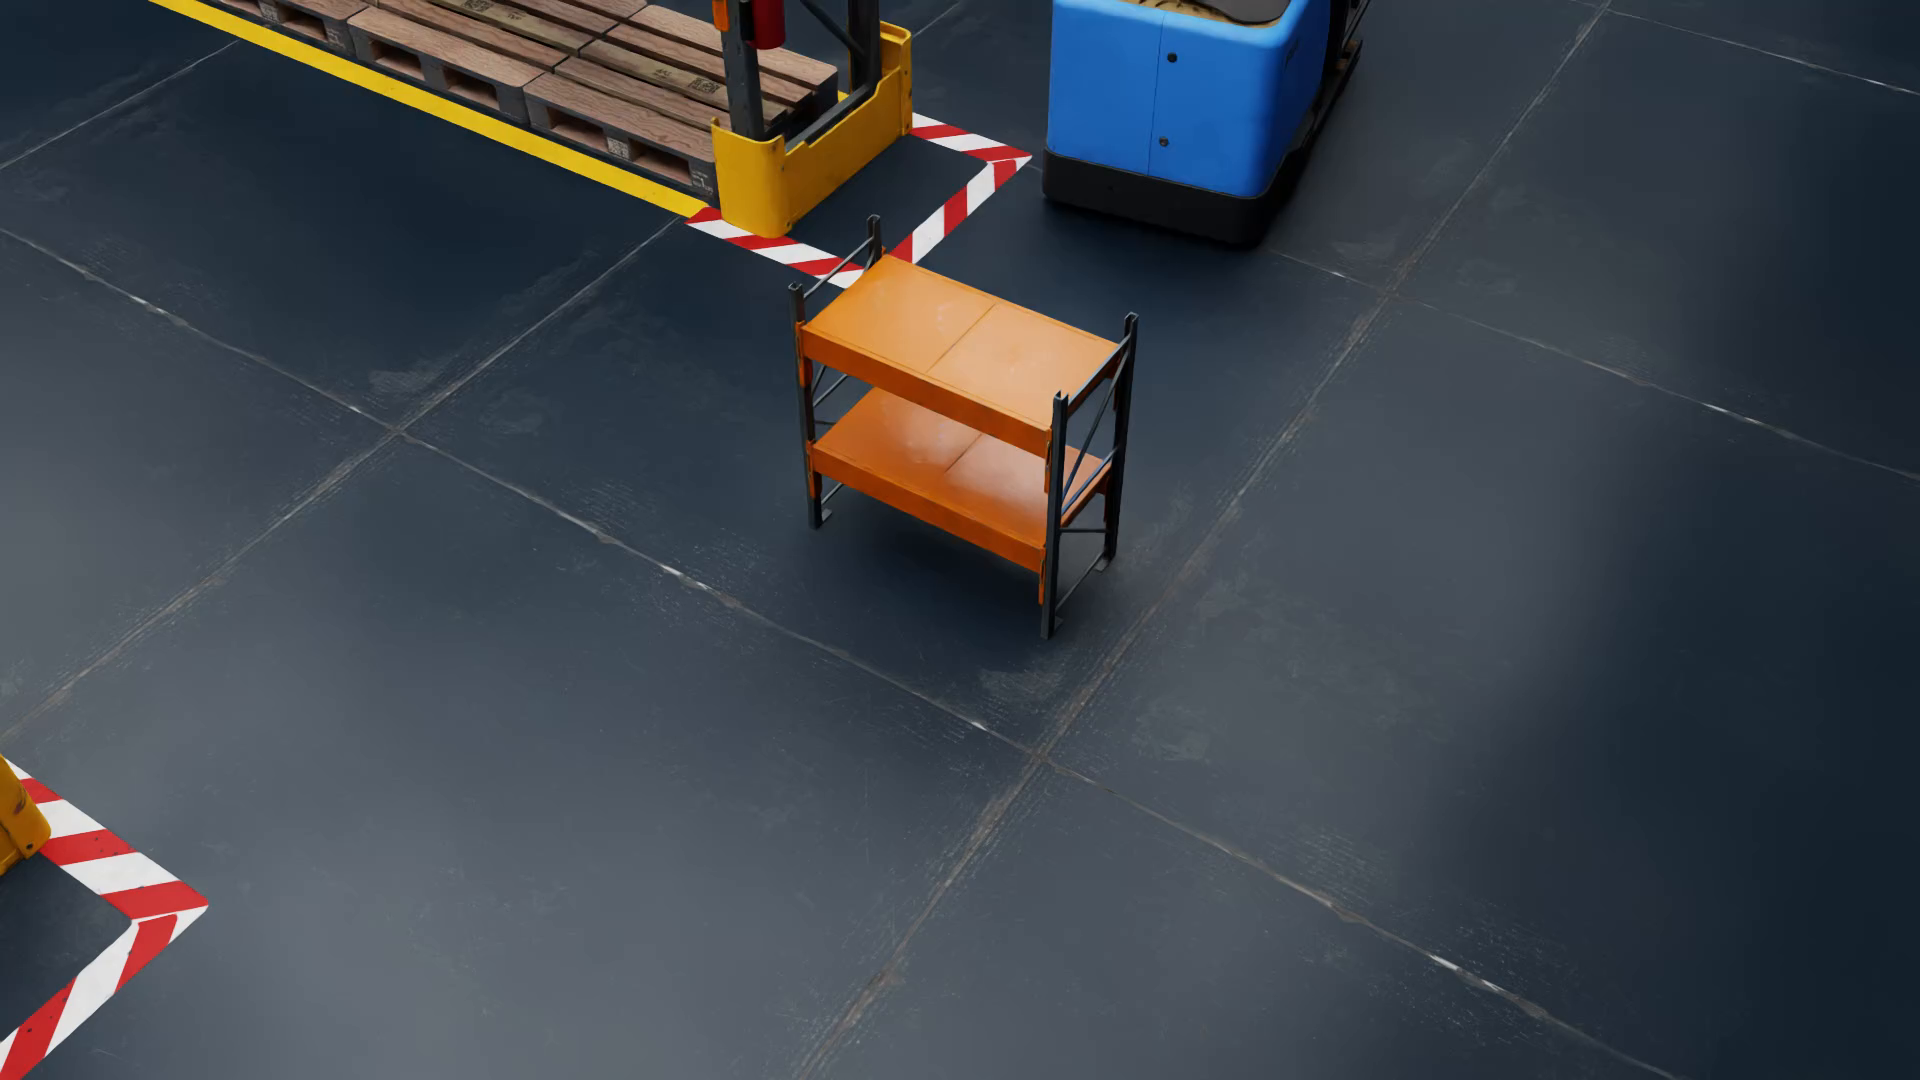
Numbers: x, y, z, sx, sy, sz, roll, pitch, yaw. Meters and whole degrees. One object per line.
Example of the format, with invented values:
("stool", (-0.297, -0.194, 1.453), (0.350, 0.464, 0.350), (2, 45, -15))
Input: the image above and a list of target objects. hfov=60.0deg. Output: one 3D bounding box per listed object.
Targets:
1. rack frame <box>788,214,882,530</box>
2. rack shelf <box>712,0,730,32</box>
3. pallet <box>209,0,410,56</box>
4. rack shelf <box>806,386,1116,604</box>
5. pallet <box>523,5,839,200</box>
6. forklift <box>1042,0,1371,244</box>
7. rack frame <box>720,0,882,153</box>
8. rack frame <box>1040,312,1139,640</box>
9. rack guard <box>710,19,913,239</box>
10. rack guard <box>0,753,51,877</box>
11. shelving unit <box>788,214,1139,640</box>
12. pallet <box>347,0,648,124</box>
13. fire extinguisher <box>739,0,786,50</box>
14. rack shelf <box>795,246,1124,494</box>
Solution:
("rack frame", (-0.422, -0.586, 6.035), (0.032, 1.125, 0.500), (25, 51, 22))
("rack shelf", (-2.379, -3.345, 7.910), (4.000, 0.370, 1.077), (25, 51, 22))
("pallet", (-3.423, -3.137, 9.151), (1.213, 0.211, 1.003), (25, 51, 22))
("rack shelf", (0.006, -0.219, 6.019), (1.000, 0.278, 0.538), (25, 51, 22))
("pallet", (-1.369, -2.192, 8.233), (1.213, 0.211, 1.003), (25, 51, 22))
("forklift", (1.424, -3.416, 7.526), (1.130, 2.935, 3.031), (17, 48, 16))
("rack frame", (-0.696, -2.821, 6.900), (0.127, 3.000, 1.000), (25, 51, 22))
("rack frame", (0.434, -0.193, 5.653), (0.032, 1.125, 0.500), (25, 51, 22))
("rack guard", (-0.669, -1.949, 7.795), (0.348, 0.500, 1.175), (25, 51, 22))
("rack guard", (-3.349, 1.049, 4.882), (0.348, 0.500, 1.175), (25, 51, 22))
("shelving unit", (0.006, -0.389, 5.844), (1.048, 1.125, 0.538), (25, 51, 22))
("pallet", (-2.392, -2.665, 8.693), (1.213, 0.211, 1.003), (25, 51, 22))
("fire extinguisher", (-0.814, -2.332, 6.738), (0.183, 0.674, 0.296), (25, 51, 22))
("rack shelf", (0.006, -0.593, 5.634), (1.000, 0.278, 0.538), (25, 51, 22))
